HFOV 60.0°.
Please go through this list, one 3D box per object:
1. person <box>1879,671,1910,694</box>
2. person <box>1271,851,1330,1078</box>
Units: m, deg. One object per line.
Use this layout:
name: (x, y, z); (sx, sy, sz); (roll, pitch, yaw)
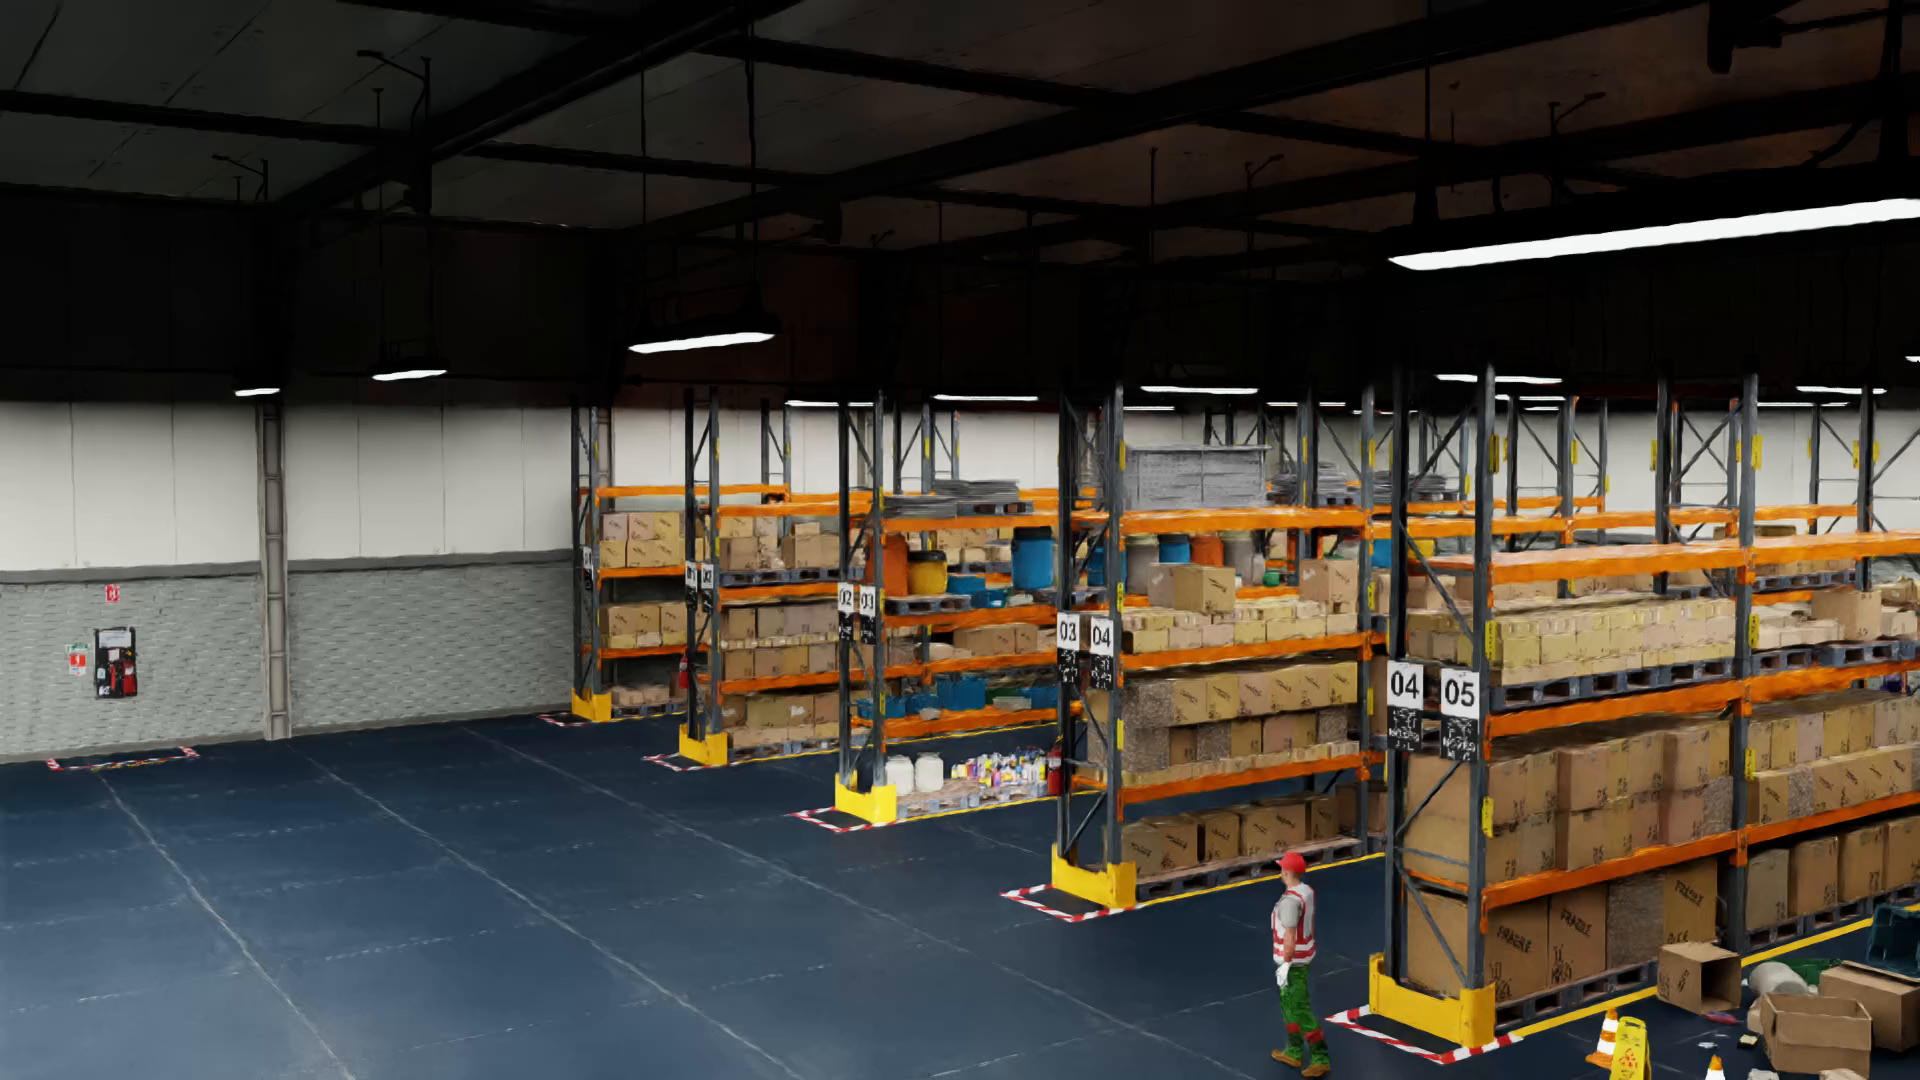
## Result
person: (16.671, 2.601, 29.550); (0.935, 1.566, 0.527); (-1, 4, -13)
person: (2.805, 3.460, 13.673); (0.542, 1.781, 0.642); (2, 4, 27)
